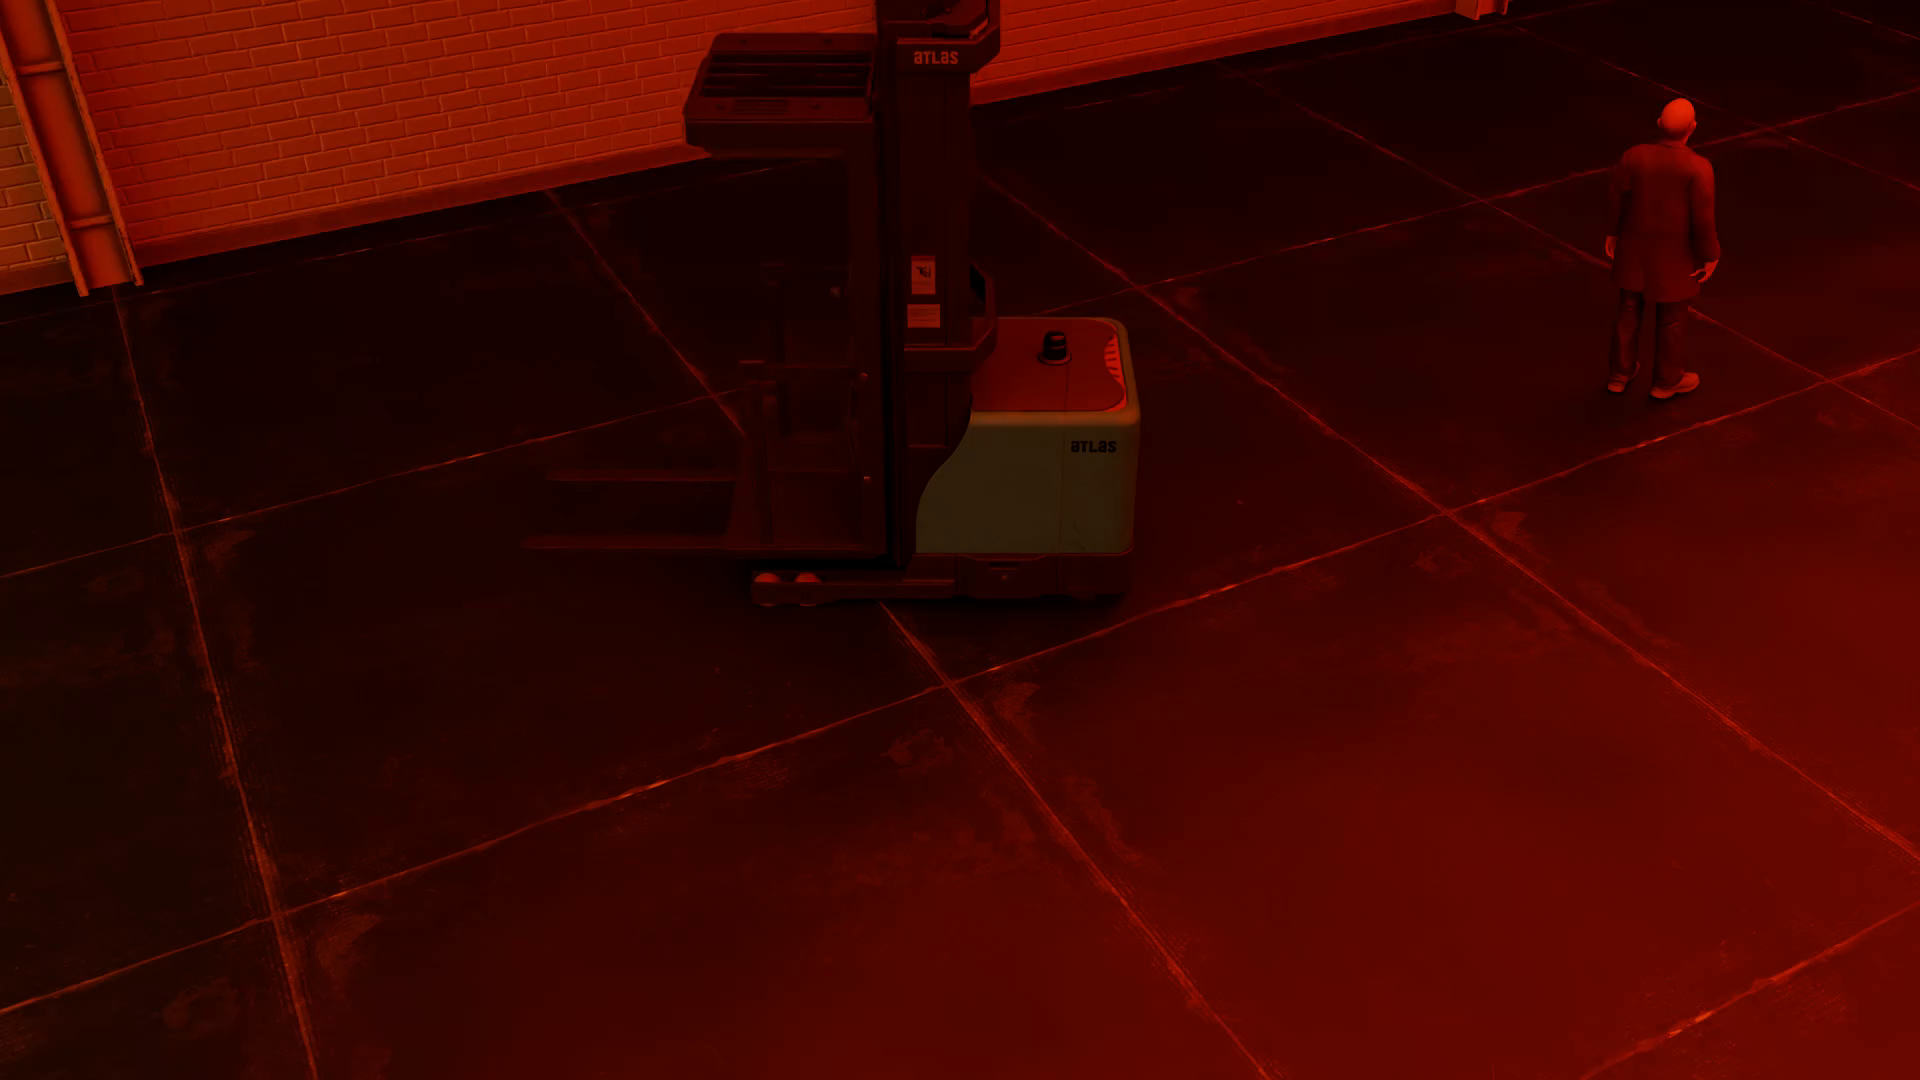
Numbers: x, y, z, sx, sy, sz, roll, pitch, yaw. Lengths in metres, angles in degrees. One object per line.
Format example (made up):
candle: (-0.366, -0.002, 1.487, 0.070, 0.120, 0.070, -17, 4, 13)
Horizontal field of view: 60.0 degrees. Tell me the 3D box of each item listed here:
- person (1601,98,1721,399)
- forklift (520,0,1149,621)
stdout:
person: (4.011, -1.674, 9.478, 0.580, 1.778, 0.698, -29, 44, -34)
forklift: (-0.659, -1.127, 7.717, 3.031, 2.935, 1.130, -4, 35, -6)
